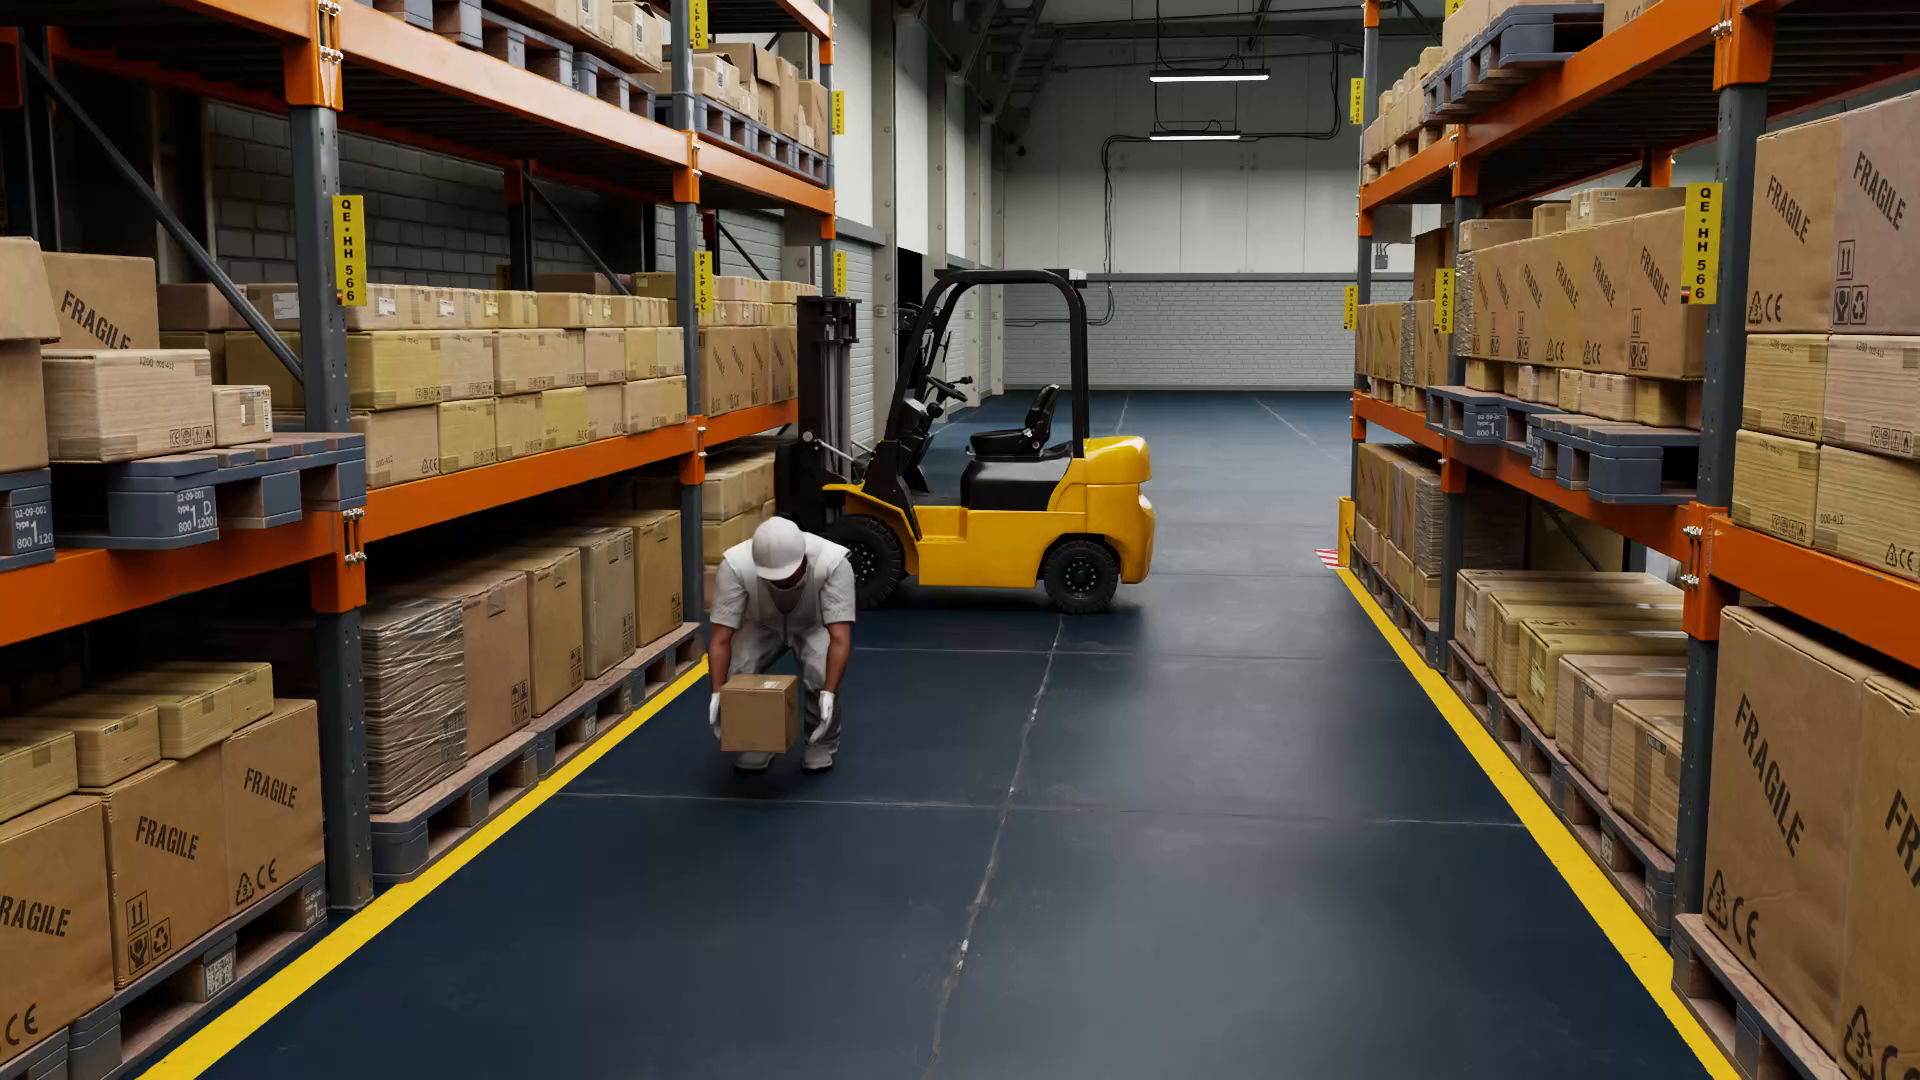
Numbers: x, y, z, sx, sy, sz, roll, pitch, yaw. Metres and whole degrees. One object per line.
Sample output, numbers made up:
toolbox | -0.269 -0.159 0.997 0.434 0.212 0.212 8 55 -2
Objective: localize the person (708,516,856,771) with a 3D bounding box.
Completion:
person | -0.686 0.409 6.776 0.581 1.090 0.878 1 8 6
